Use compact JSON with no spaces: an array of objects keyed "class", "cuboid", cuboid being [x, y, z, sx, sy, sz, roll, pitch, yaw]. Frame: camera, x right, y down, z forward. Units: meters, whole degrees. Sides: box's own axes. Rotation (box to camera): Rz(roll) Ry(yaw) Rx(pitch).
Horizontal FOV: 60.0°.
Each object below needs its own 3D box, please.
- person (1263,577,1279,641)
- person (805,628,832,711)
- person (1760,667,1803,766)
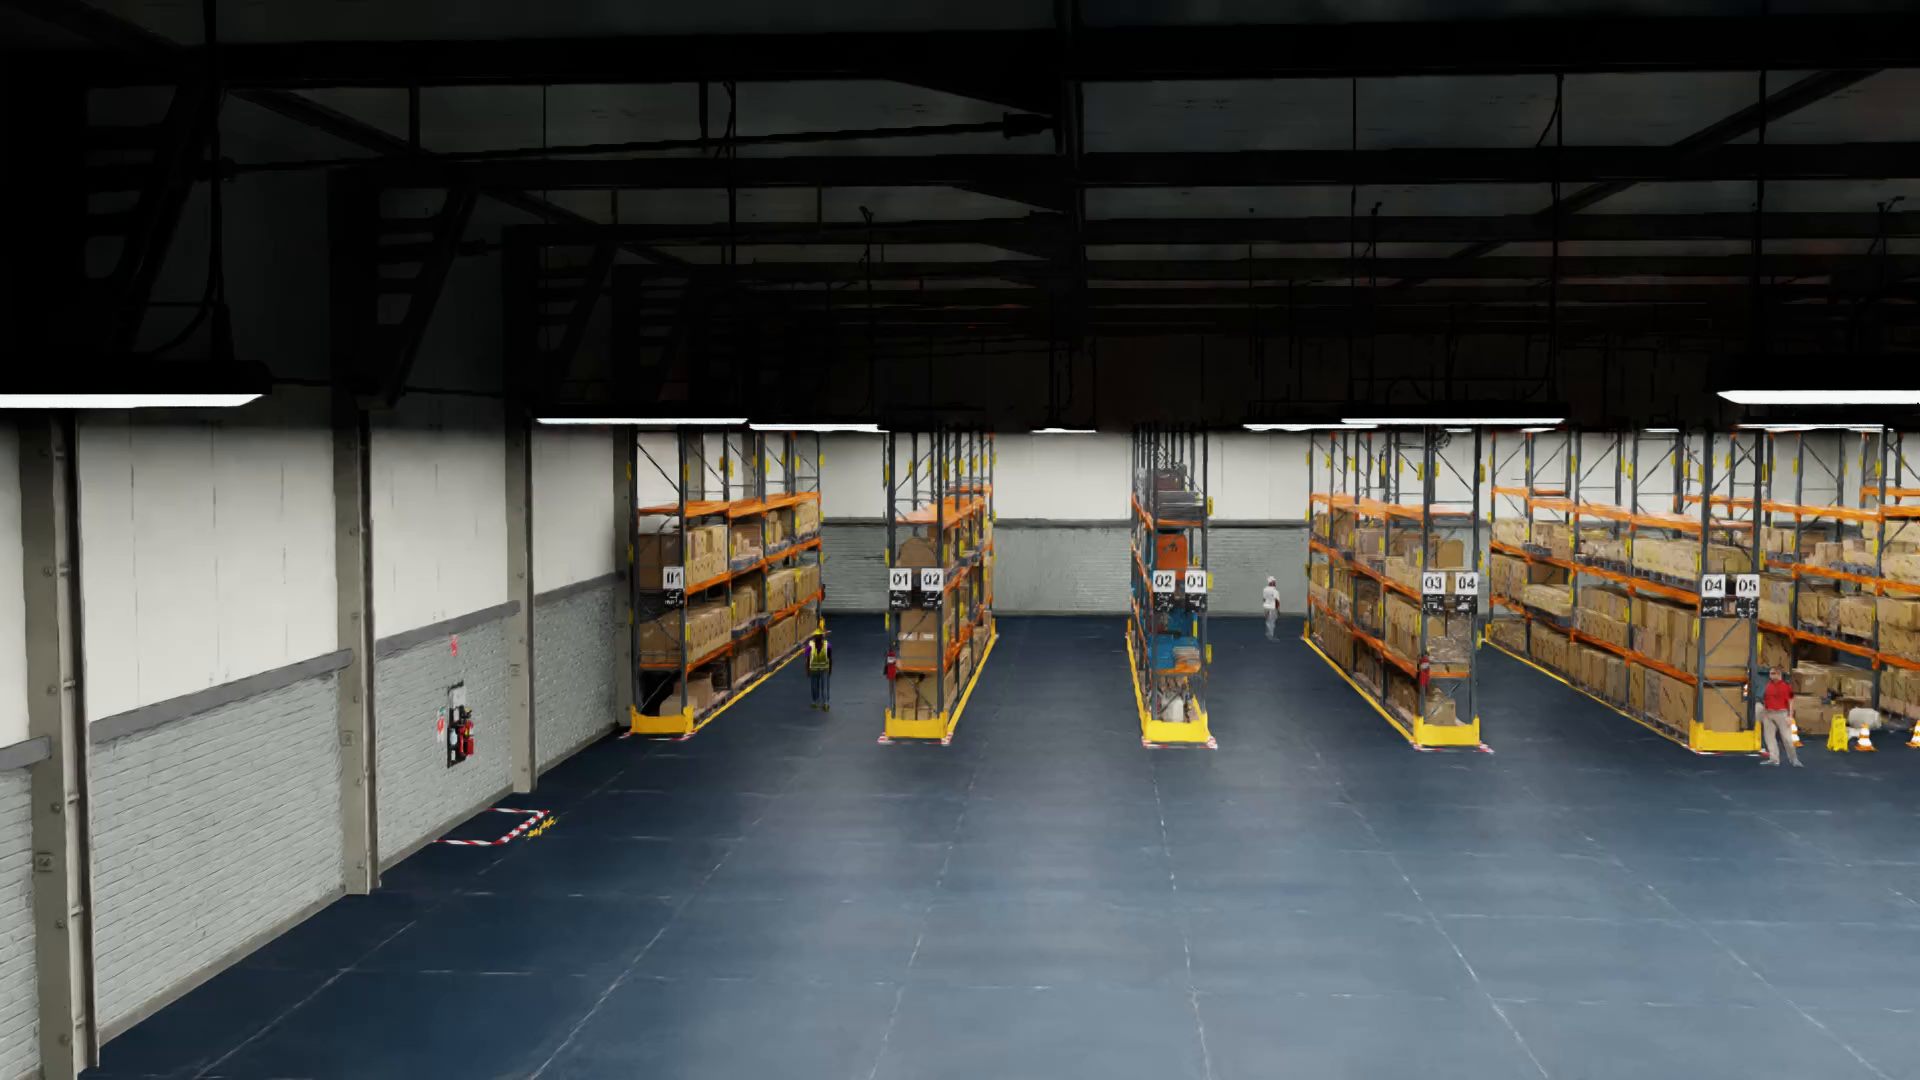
[{"class":"person","cuboid":[8.692,1.899,46.212,0.453,1.768,0.632,-2,4,-25]},{"class":"person","cuboid":[-2.942,2.673,34.570,0.571,1.706,1.033,0,4,-4]},{"class":"person","cuboid":[14.228,3.050,28.807,0.568,1.714,0.656,-2,4,-24]}]
